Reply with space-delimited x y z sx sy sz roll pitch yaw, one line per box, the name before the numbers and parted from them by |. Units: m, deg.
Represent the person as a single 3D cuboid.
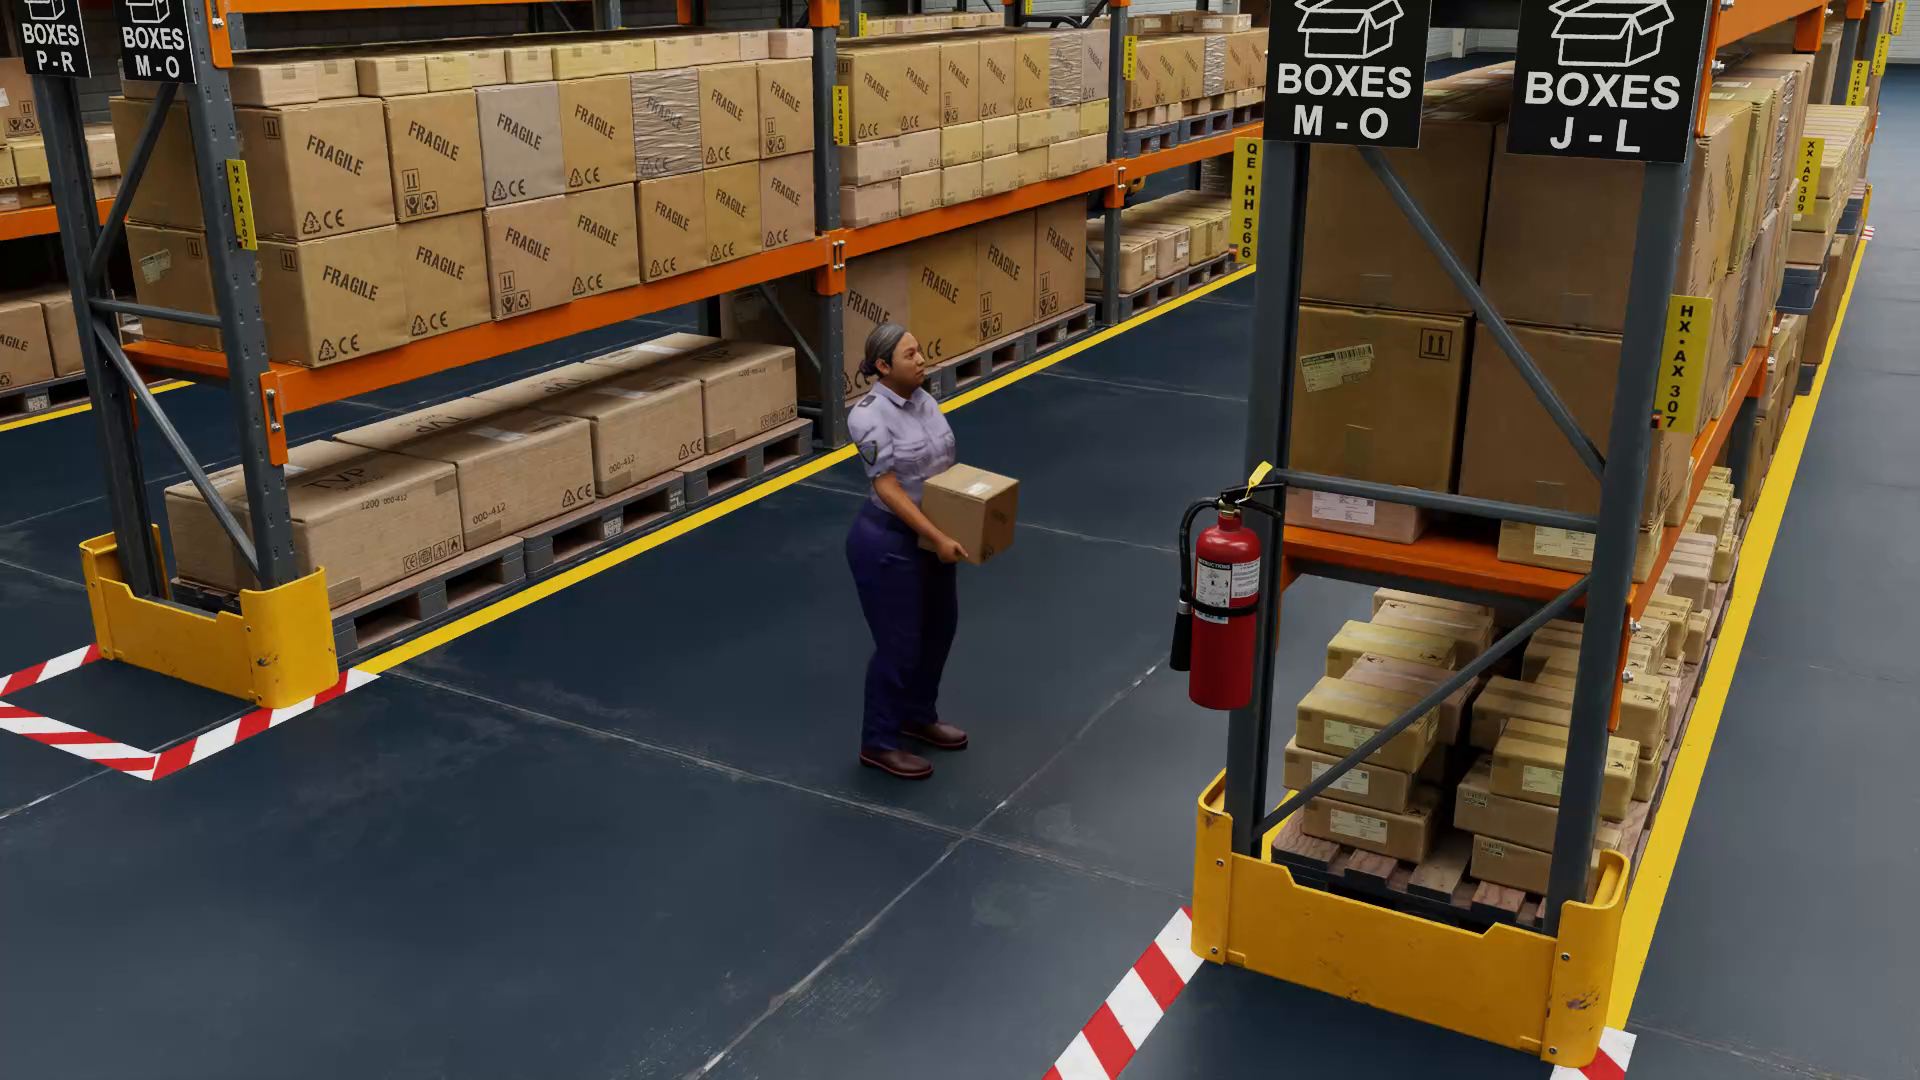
person | -0.126 0.041 5.995 0.518 1.634 0.452 11 22 28
